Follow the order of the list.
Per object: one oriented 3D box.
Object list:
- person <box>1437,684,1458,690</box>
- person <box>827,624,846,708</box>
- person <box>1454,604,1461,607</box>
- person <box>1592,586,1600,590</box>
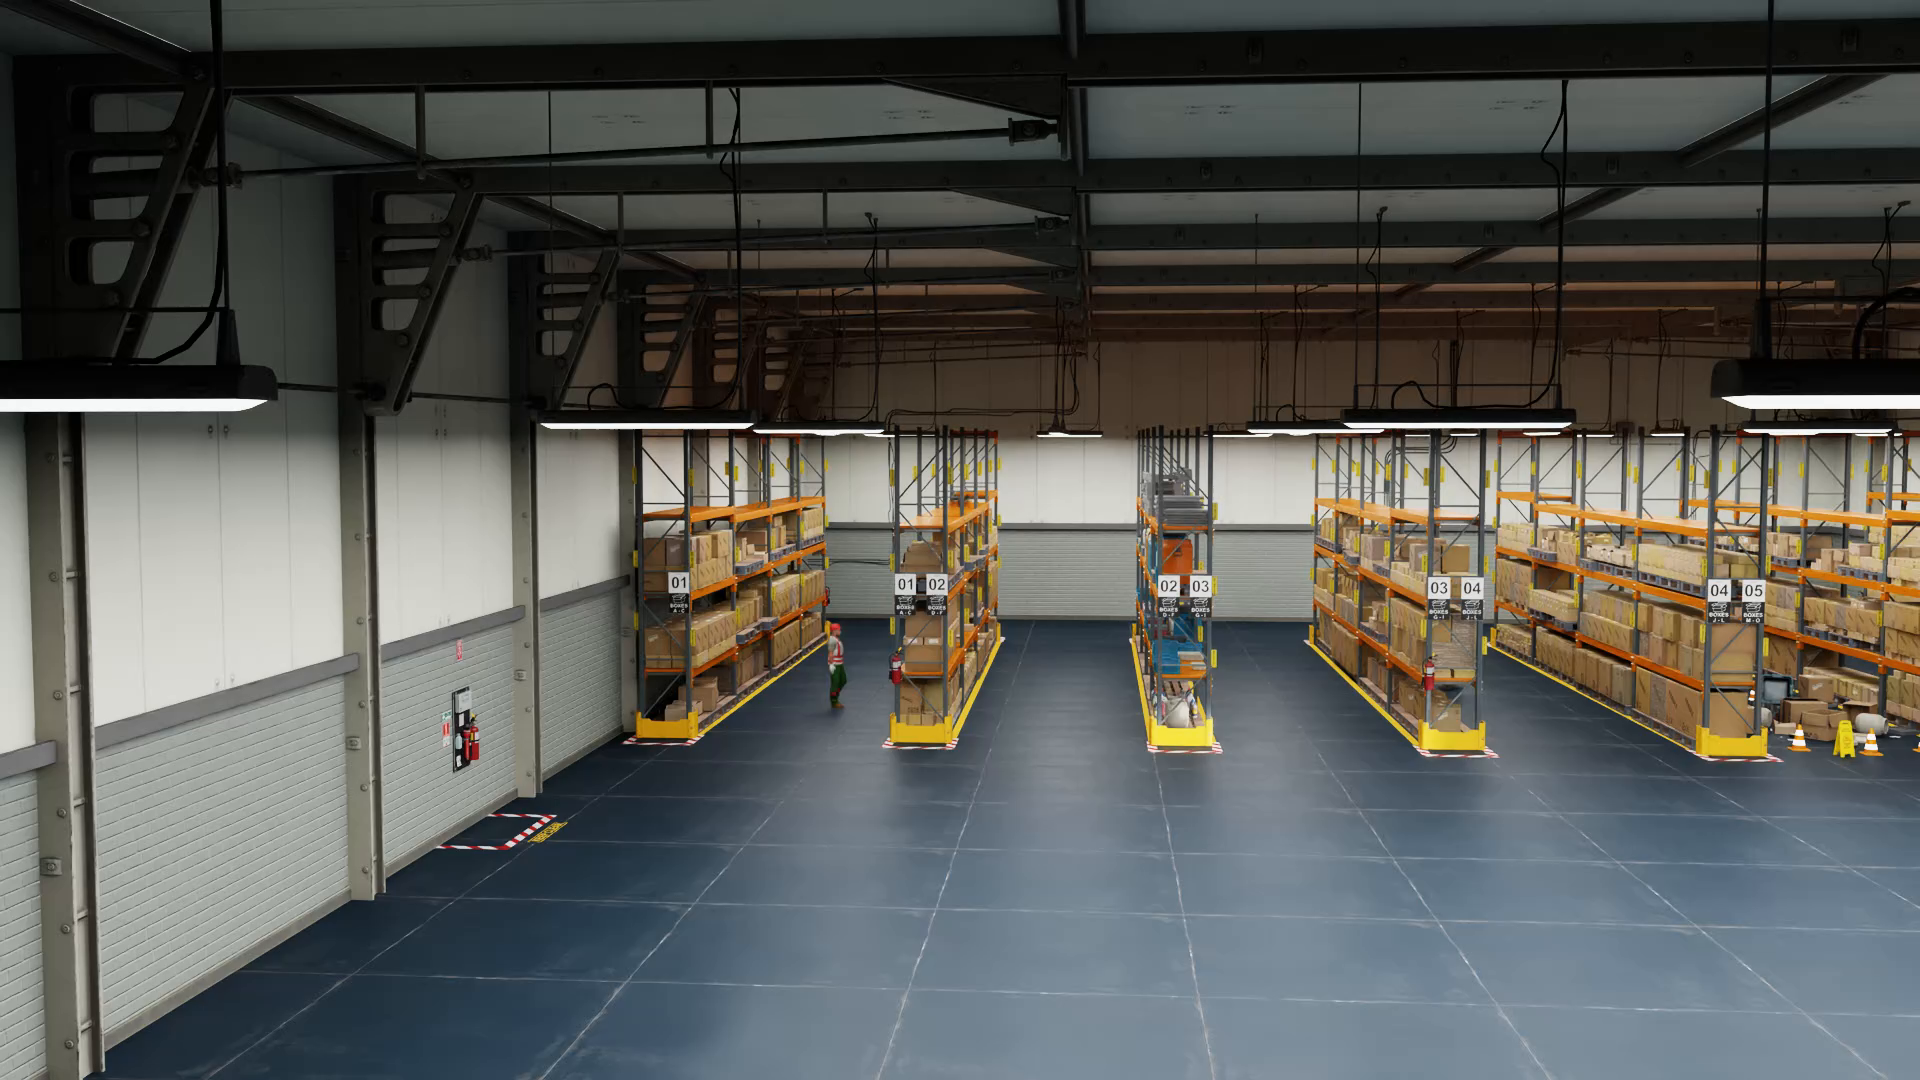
[{"bbox_3d":[11.249,2.543,38.203,0.504,1.781,0.636,2,4,24],"label":"person"},{"bbox_3d":[-2.648,2.694,35.662,0.403,1.808,0.610,1,3,10],"label":"person"},{"bbox_3d":[12.622,2.317,42.624,0.522,1.661,0.493,0,3,7],"label":"person"},{"bbox_3d":[17.394,2.140,45.539,0.652,1.740,0.710,-2,4,-26],"label":"person"}]
